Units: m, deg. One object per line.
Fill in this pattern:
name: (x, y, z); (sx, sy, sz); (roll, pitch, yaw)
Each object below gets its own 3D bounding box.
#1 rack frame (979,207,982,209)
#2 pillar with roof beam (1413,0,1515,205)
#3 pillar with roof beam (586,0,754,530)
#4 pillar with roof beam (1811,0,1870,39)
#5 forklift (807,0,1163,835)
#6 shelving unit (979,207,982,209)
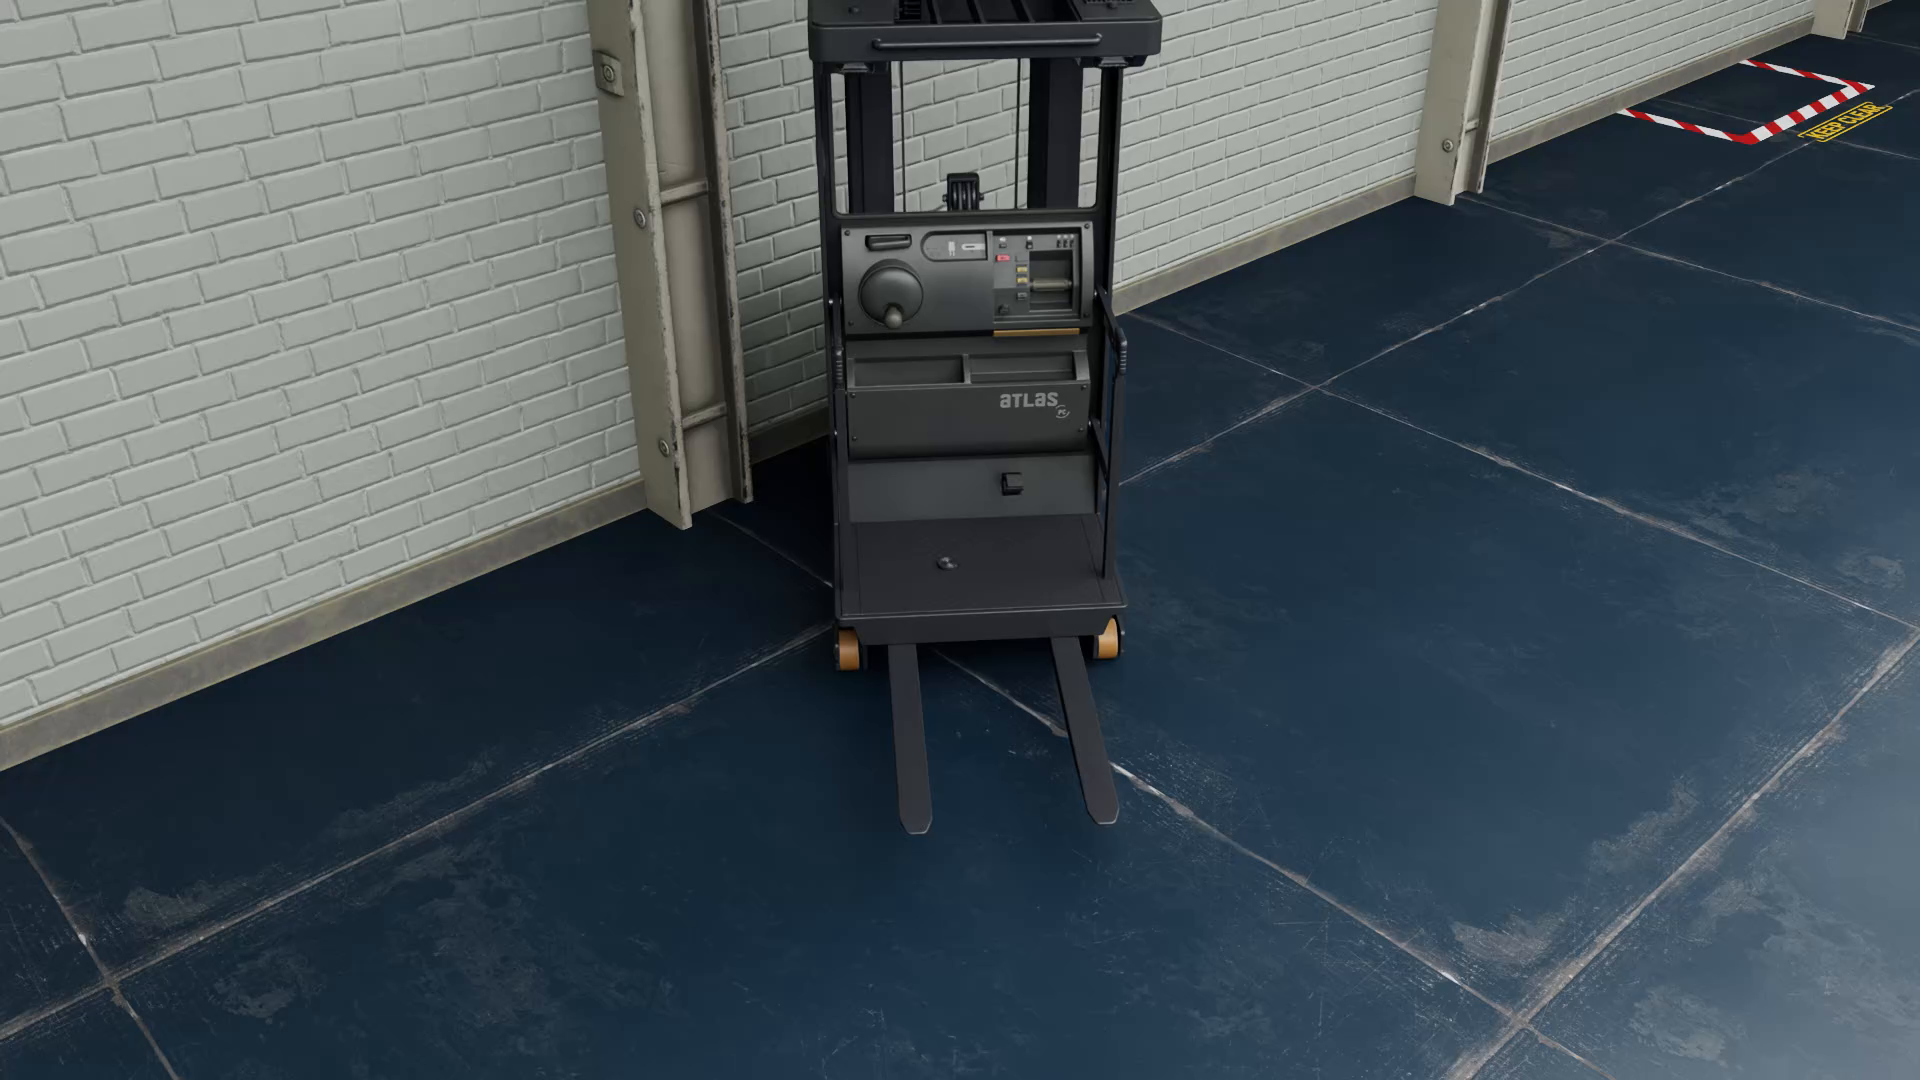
rack frame: (0.177, -1.082, 8.010); (0.200, 1.050, 0.008); (11, 30, 19)
pillar with roof beam: (6.145, -4.493, 5.971); (0.400, 9.000, 9.100); (-26, 40, -35)
pillar with roof beam: (1.746, -2.364, 2.491); (0.400, 9.000, 9.100); (-26, 40, -35)
pillar with roof beam: (10.545, -6.621, 9.452); (0.400, 9.000, 9.100); (-26, 40, -35)
forklift: (0.049, -0.925, 5.954); (1.130, 2.935, 3.031); (-2, 32, -4)
shelving unit: (0.133, -1.028, 7.910); (0.215, 1.050, 0.252); (11, 30, 19)
